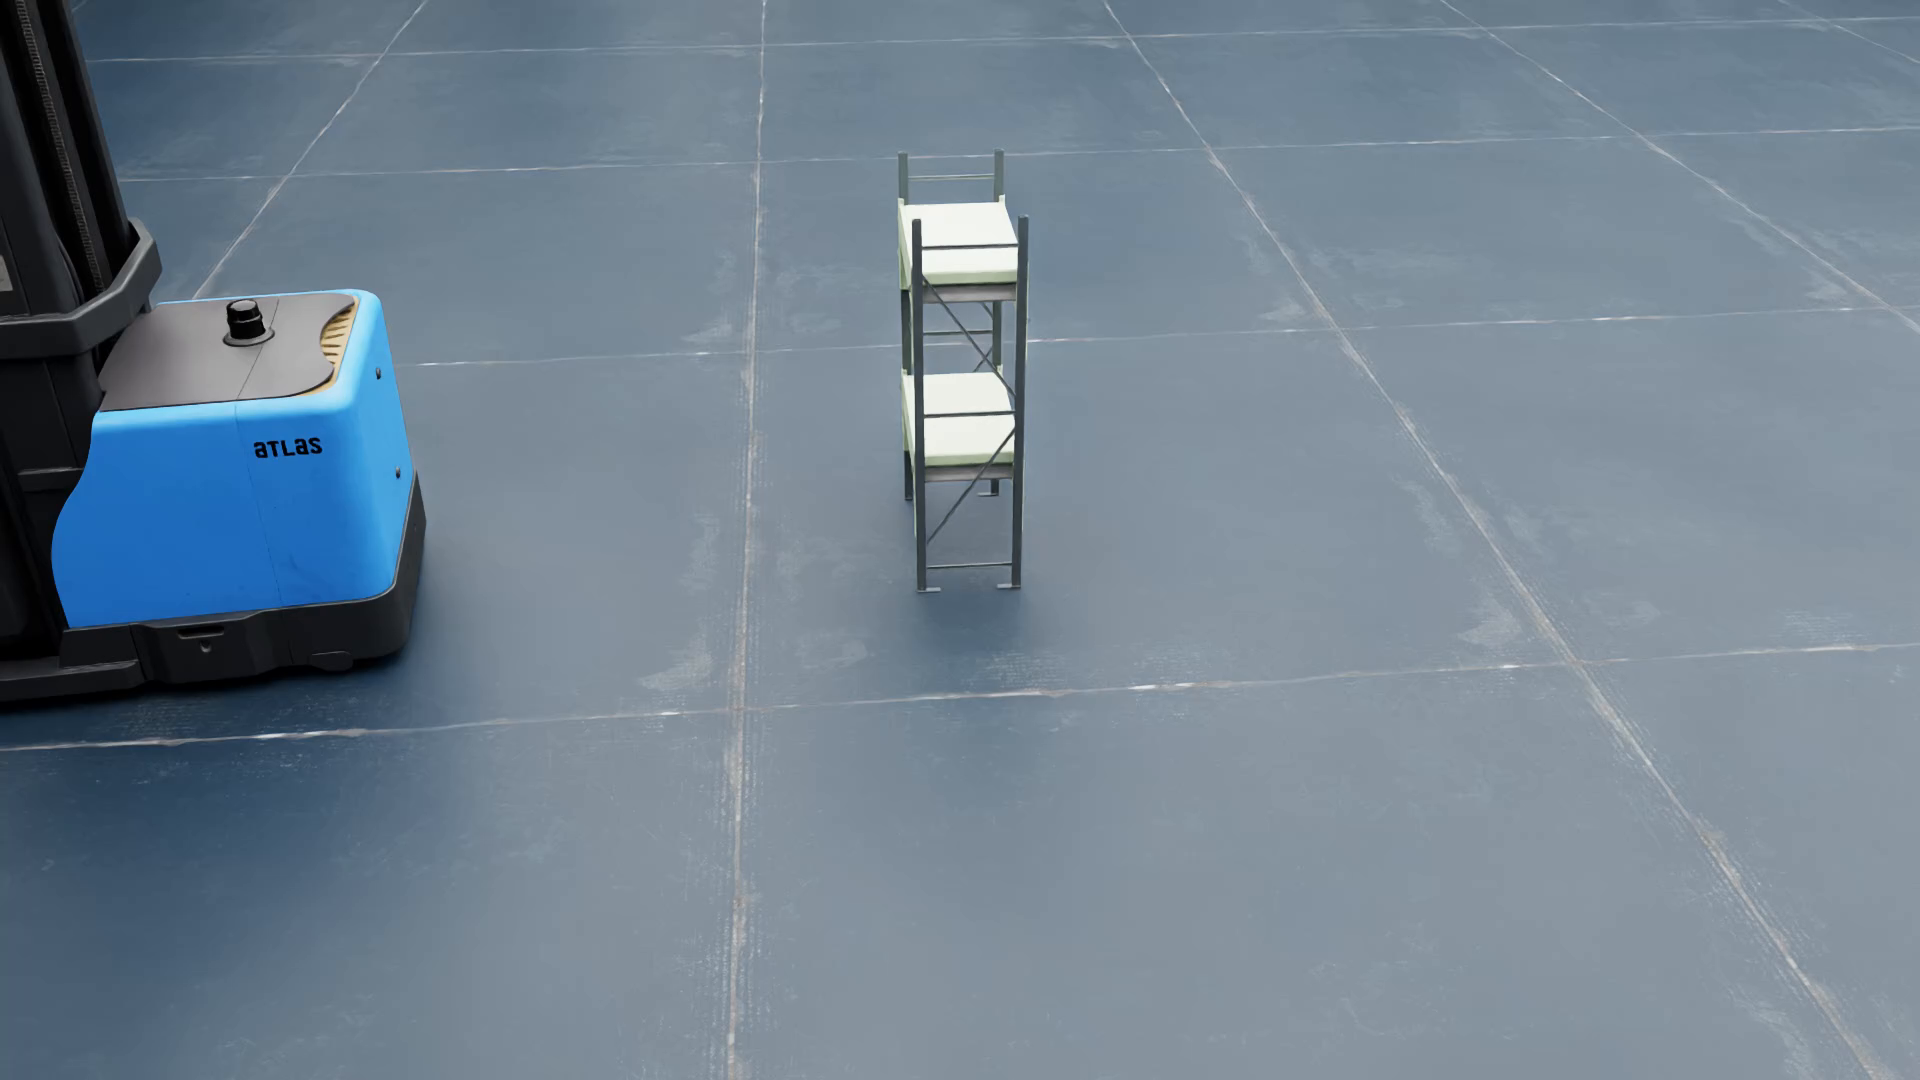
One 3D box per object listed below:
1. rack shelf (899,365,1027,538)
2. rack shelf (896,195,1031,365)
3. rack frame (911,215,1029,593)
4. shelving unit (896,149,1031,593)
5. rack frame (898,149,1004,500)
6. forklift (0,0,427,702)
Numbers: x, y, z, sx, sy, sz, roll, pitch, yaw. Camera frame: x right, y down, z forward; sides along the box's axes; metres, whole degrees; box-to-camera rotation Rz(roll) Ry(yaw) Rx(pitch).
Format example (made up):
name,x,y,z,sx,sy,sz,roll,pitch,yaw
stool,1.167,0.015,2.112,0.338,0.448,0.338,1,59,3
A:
name,x,y,z,sx,sy,sz,roll,pitch,yaw
rack shelf,0.001,-0.361,6.527,0.431,0.370,0.720,-3,31,-5
rack shelf,0.001,-0.976,6.160,0.431,0.370,0.720,-3,31,-5
rack frame,0.035,-0.454,6.047,0.400,1.500,0.023,-3,31,-5
shelving unit,0.001,-0.640,6.360,0.431,1.500,0.755,-3,31,-5
rack frame,-0.034,-0.827,6.673,0.400,1.500,0.023,-3,31,-5
forklift,-3.565,-0.905,5.408,3.031,2.935,1.130,-6,31,-9
